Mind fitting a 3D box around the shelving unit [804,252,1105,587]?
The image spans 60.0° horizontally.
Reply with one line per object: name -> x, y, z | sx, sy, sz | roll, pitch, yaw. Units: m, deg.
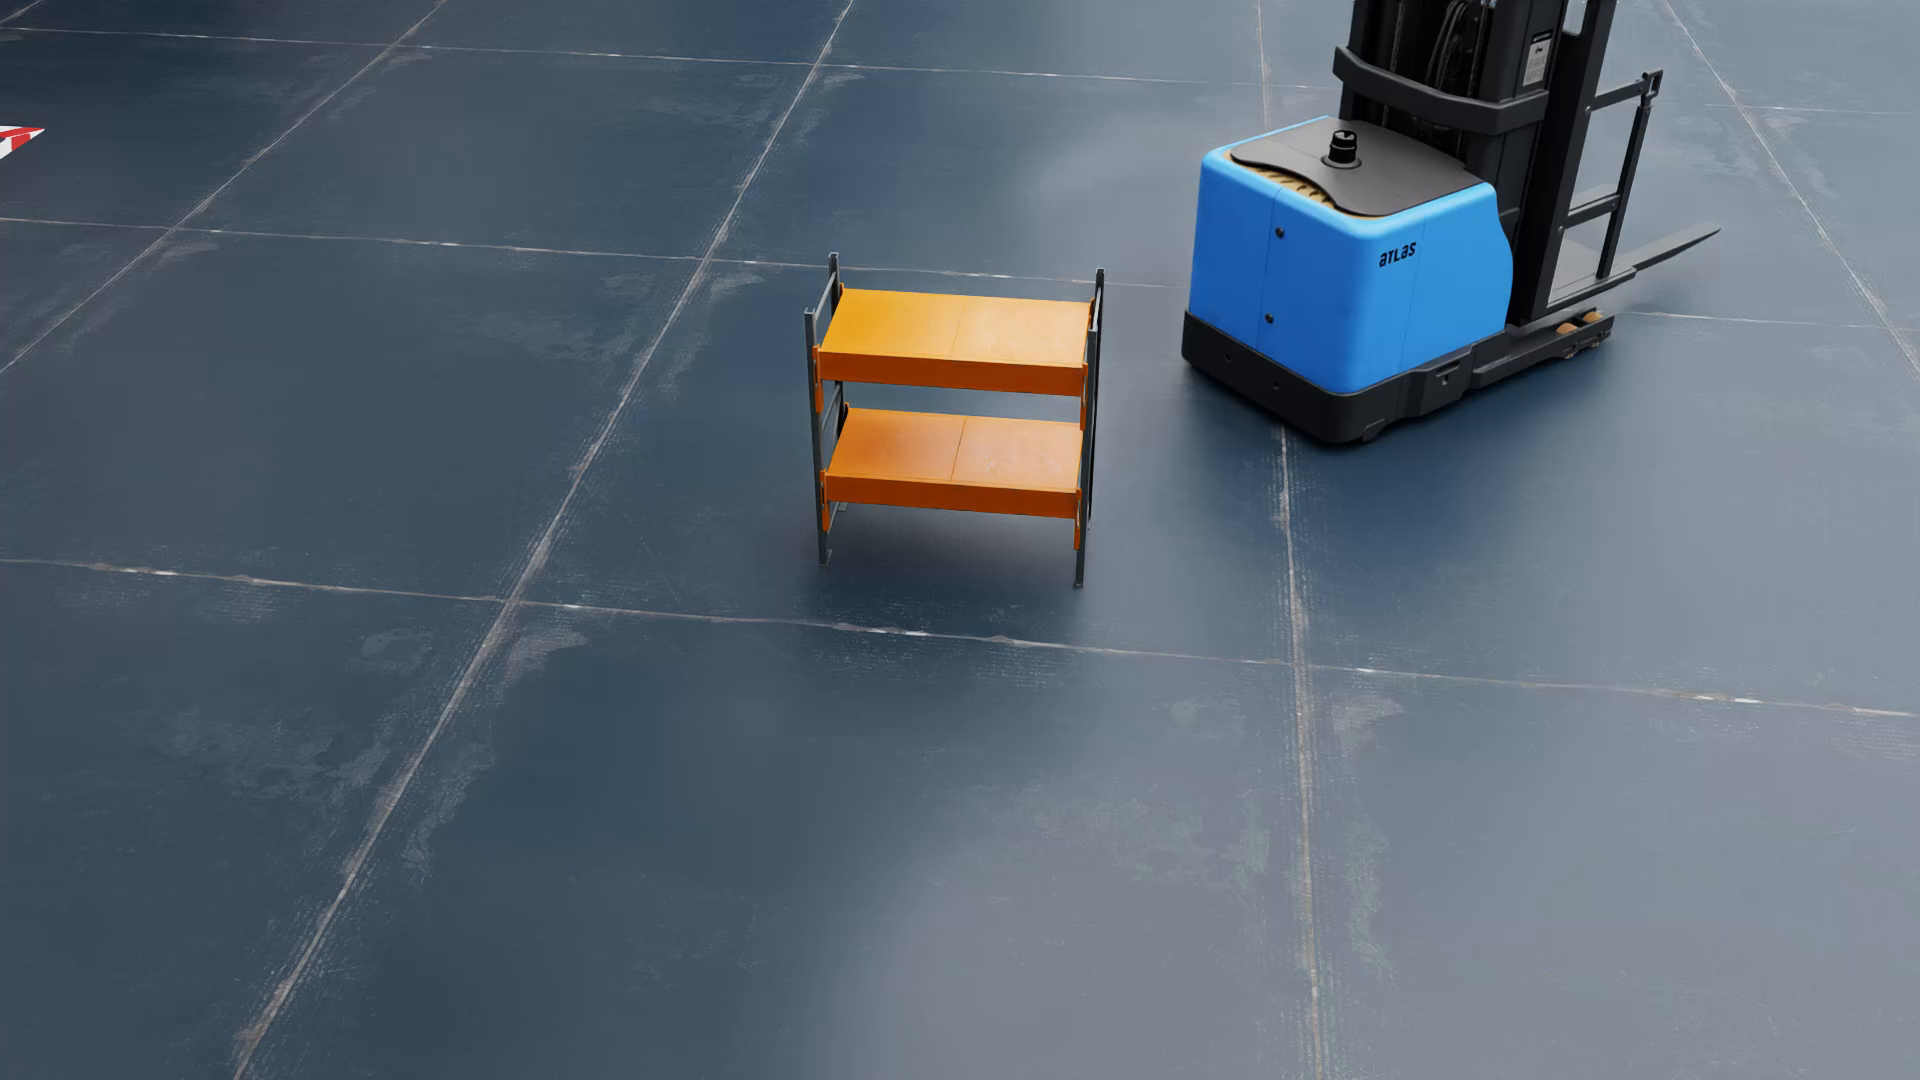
shelving unit -> -0.007, -0.458, 6.424 | 1.048, 1.125, 0.538 | 4, 36, 6

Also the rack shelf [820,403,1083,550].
rack shelf -> -0.007, -0.259, 6.566 | 1.000, 0.278, 0.538 | 4, 36, 6

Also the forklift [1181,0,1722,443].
forklift -> 2.540, -2.289, 7.434 | 3.031, 2.935, 1.130 | -23, 41, -28

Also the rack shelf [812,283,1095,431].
rack shelf -> -0.007, -0.697, 6.254 | 1.000, 0.278, 0.538 | 4, 36, 6

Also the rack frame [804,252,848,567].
rack frame -> -0.511, -0.496, 6.477 | 0.032, 1.125, 0.500 | 4, 36, 6

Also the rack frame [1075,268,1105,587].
rack frame -> 0.497, -0.421, 6.371 | 0.032, 1.125, 0.500 | 4, 36, 6
